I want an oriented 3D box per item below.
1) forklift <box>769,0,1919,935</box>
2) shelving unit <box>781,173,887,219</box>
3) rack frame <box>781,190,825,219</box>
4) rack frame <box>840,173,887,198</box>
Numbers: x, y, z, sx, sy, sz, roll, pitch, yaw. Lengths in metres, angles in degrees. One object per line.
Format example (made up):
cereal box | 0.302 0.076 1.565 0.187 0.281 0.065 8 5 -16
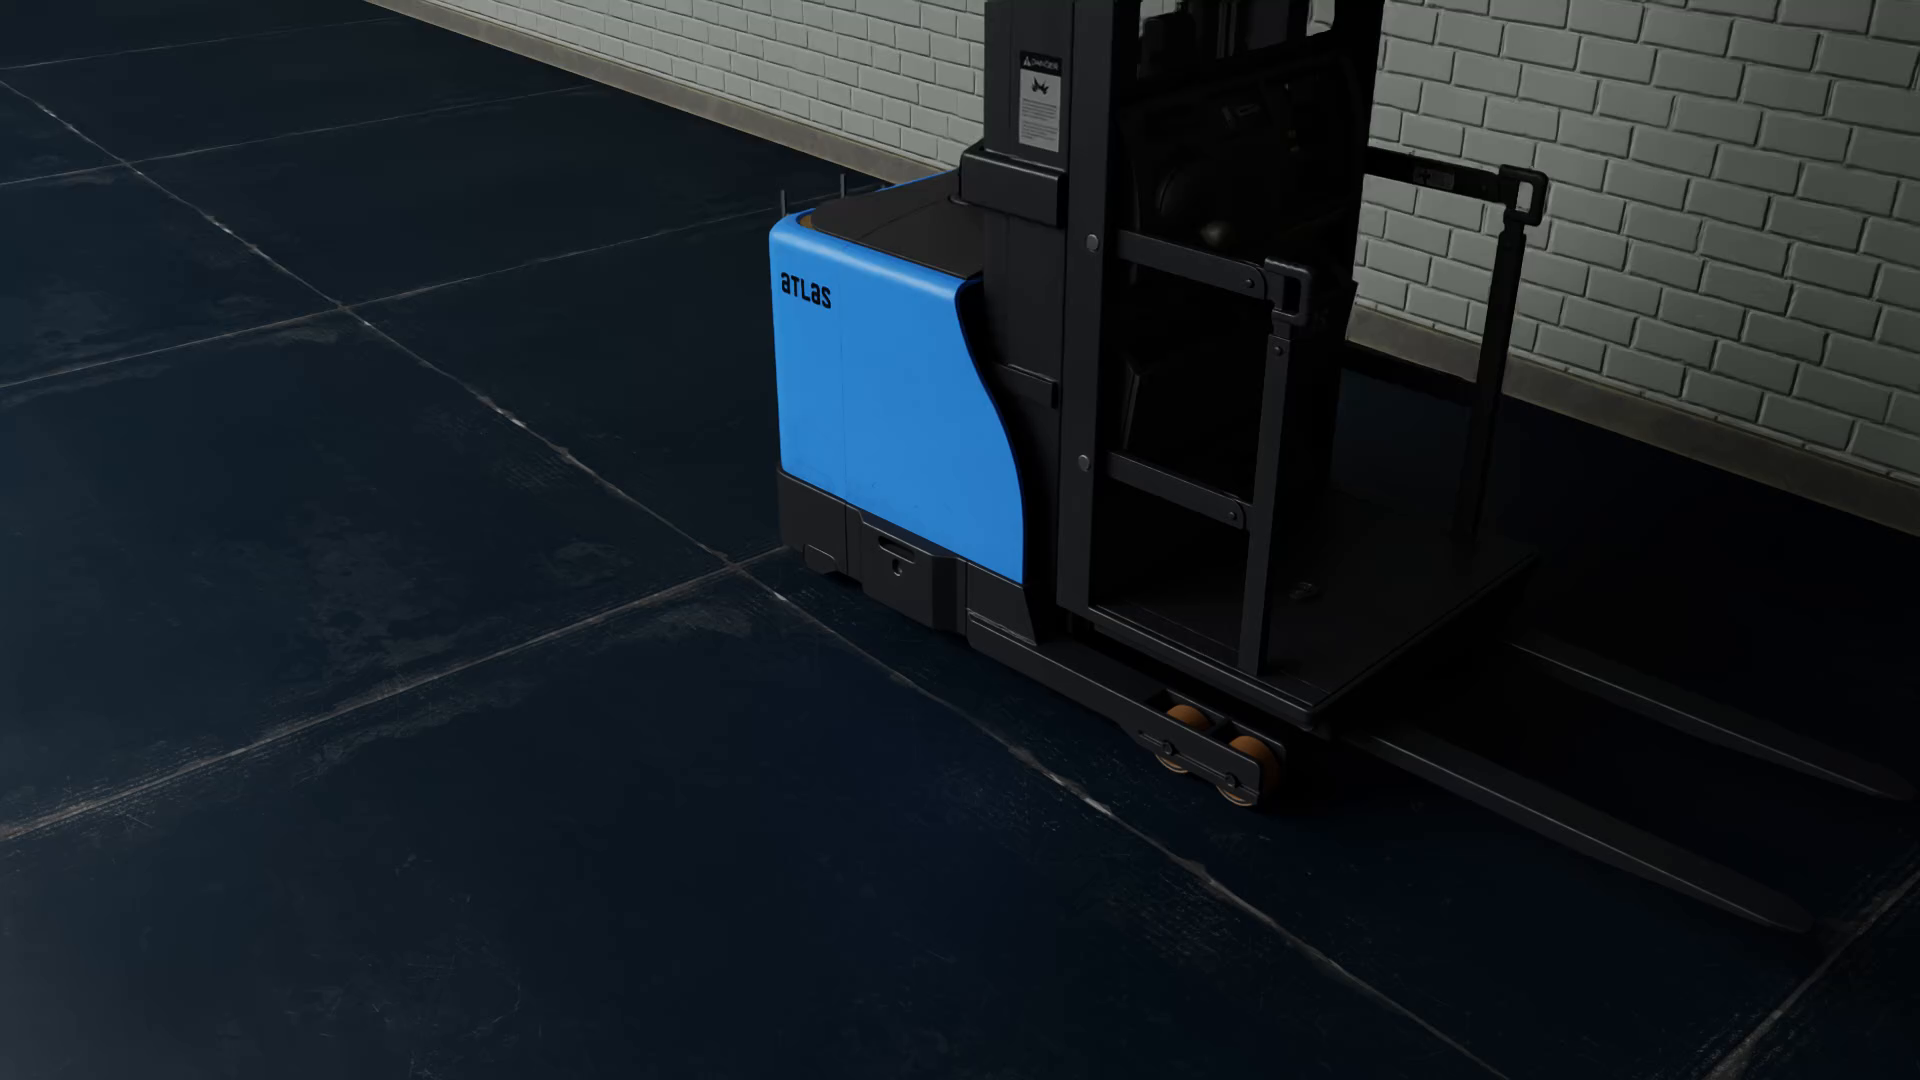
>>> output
forklift | 0.846 -0.922 3.882 3.031 2.935 1.130 25 37 38
shelving unit | -0.381 -0.603 5.281 0.215 1.050 0.252 24 36 38
rack frame | -0.466 -0.561 5.204 0.200 1.050 0.008 24 36 38
rack frame | -0.297 -0.644 5.359 0.200 1.050 0.008 24 36 38
